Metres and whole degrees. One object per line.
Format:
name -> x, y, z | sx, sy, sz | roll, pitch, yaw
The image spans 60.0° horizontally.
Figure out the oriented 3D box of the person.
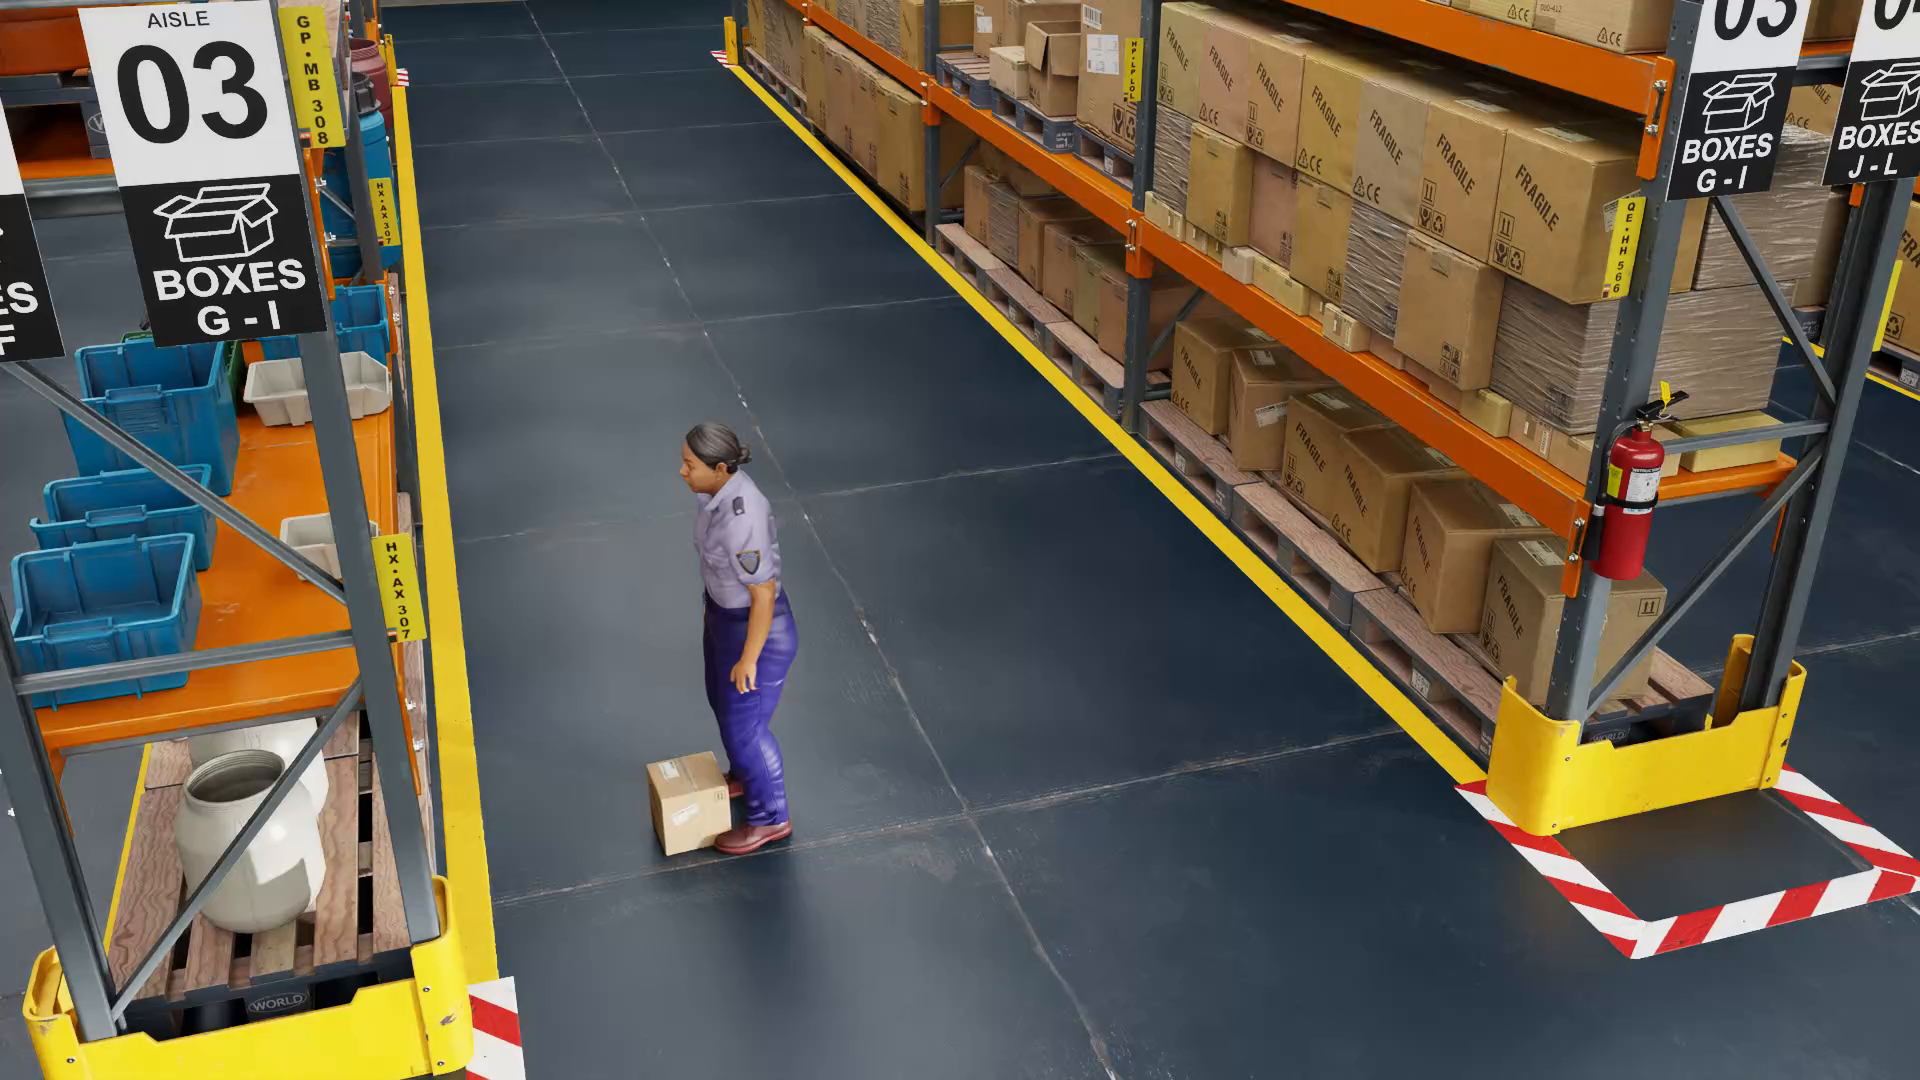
person -> -0.805, 0.325, 5.970 | 0.331, 1.653, 0.560 | -9, 28, -18
